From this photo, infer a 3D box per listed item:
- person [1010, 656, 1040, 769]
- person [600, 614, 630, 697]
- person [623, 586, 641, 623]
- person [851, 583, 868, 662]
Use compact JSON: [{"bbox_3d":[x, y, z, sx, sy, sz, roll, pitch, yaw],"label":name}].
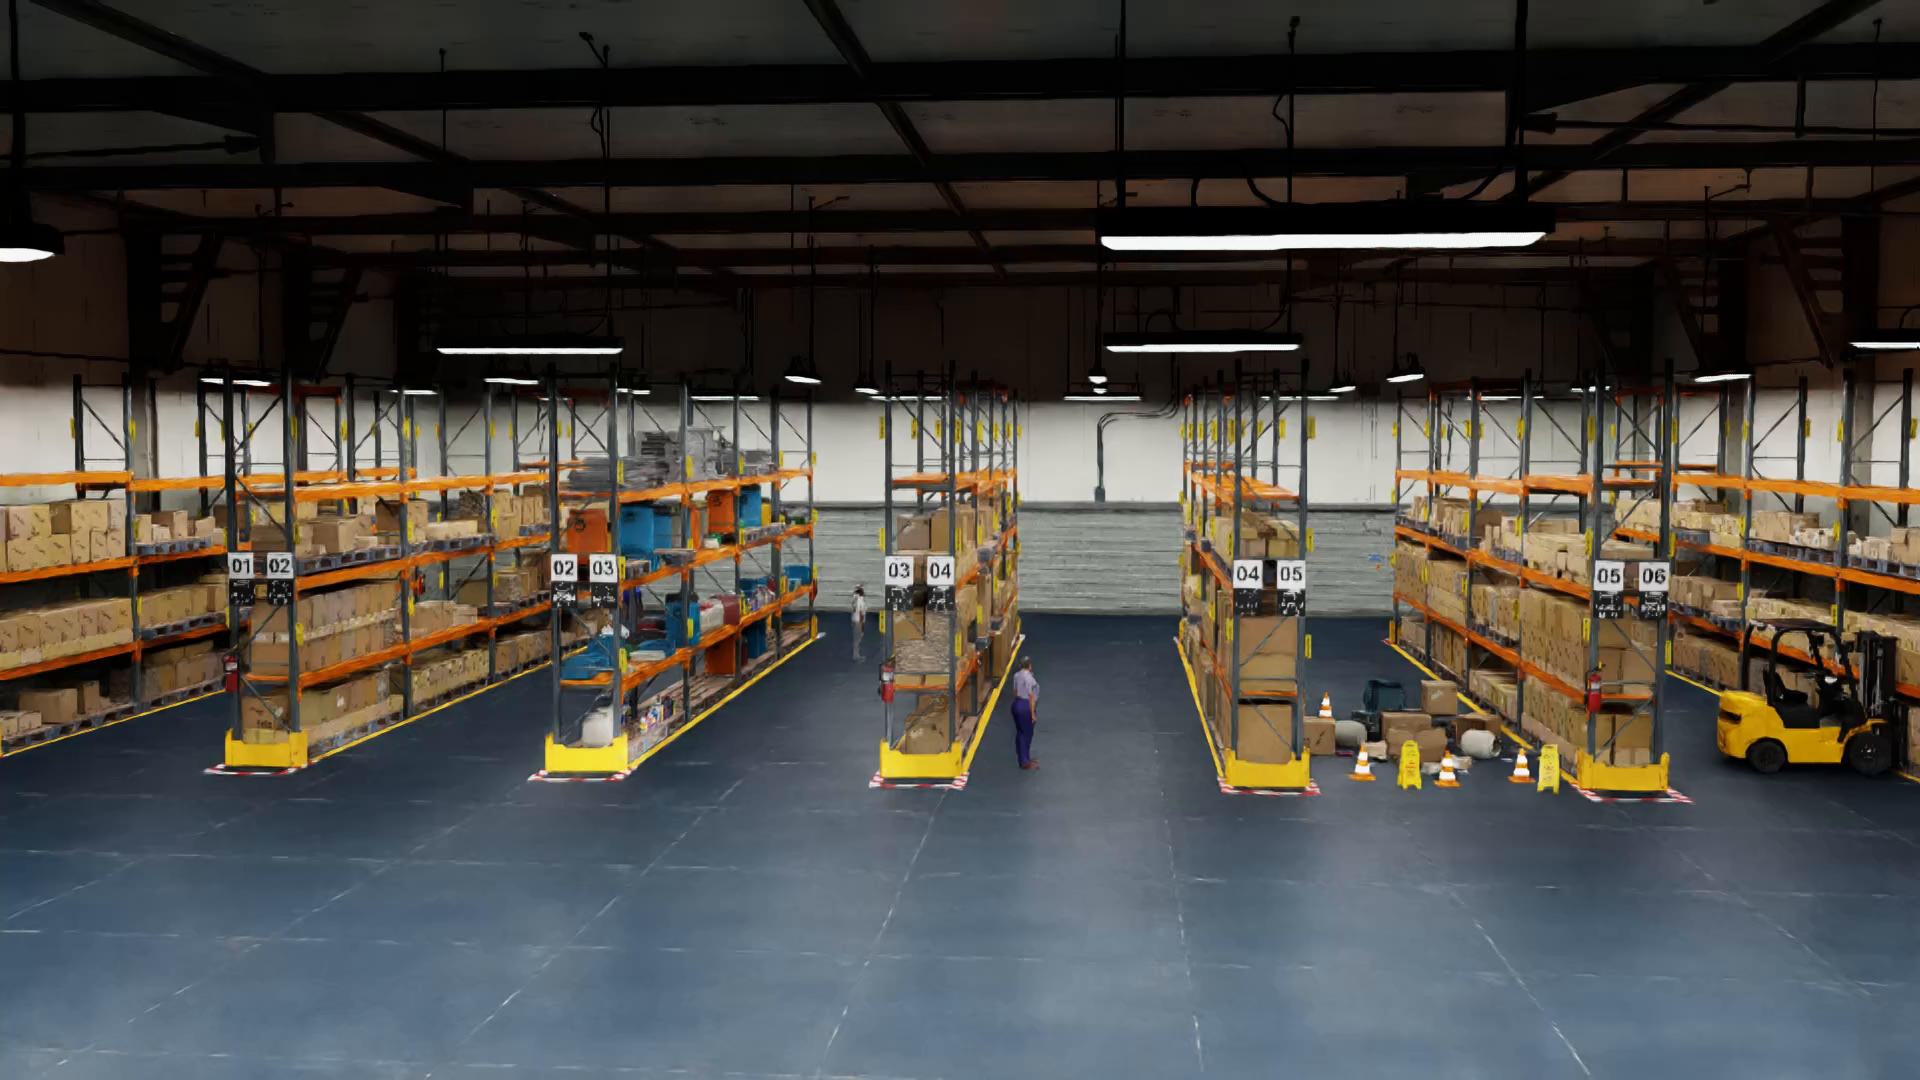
[{"bbox_3d":[0.998,2.541,24.744,0.424,1.651,0.526,-2,4,-26],"label":"person"},{"bbox_3d":[-6.458,2.160,31.113,0.625,1.611,0.568,0,4,3],"label":"person"},{"bbox_3d":[-7.722,1.723,39.130,0.435,1.380,1.088,0,4,7],"label":"person"},{"bbox_3d":[-2.172,1.780,35.995,0.371,1.682,0.515,-1,4,-16],"label":"person"}]
